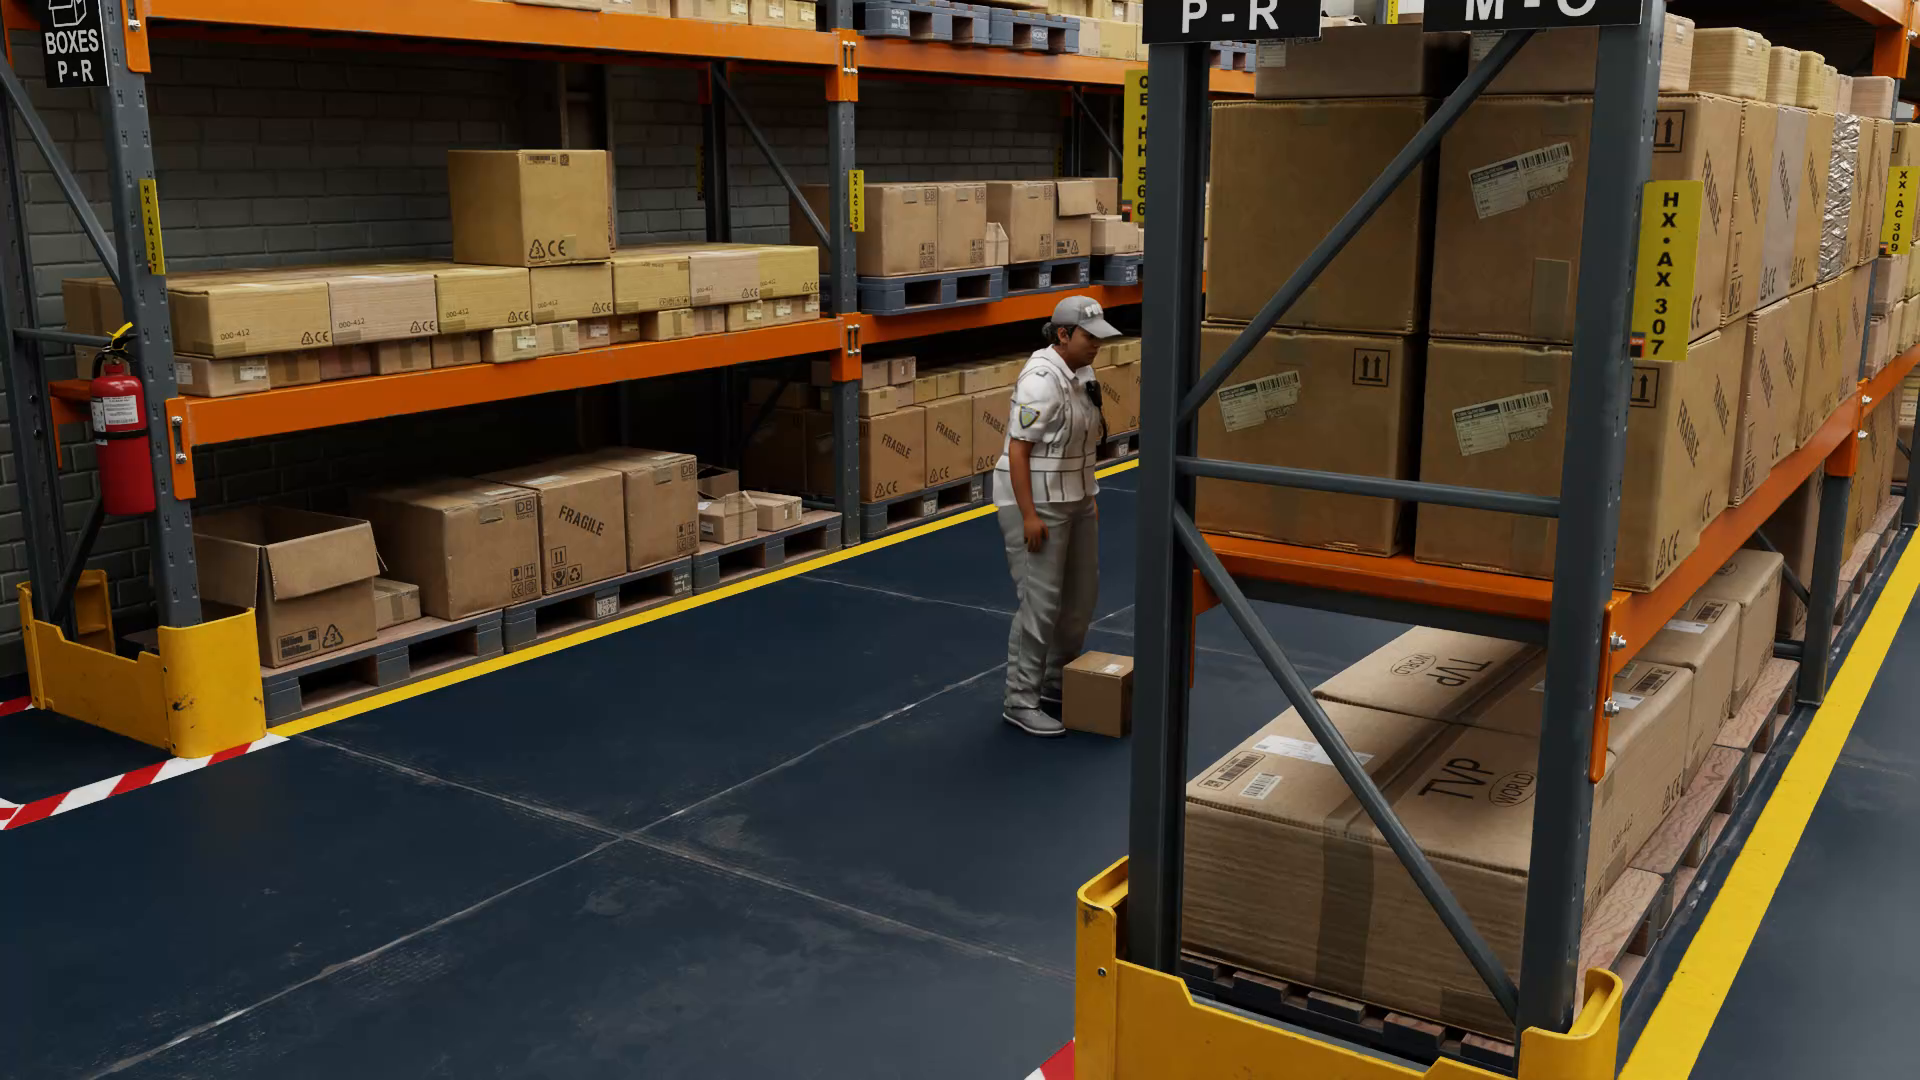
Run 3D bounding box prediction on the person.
[{"bbox_3d":[0.383,-0.114,6.459,0.472,1.666,0.544,9,16,33],"label":"person"}]
